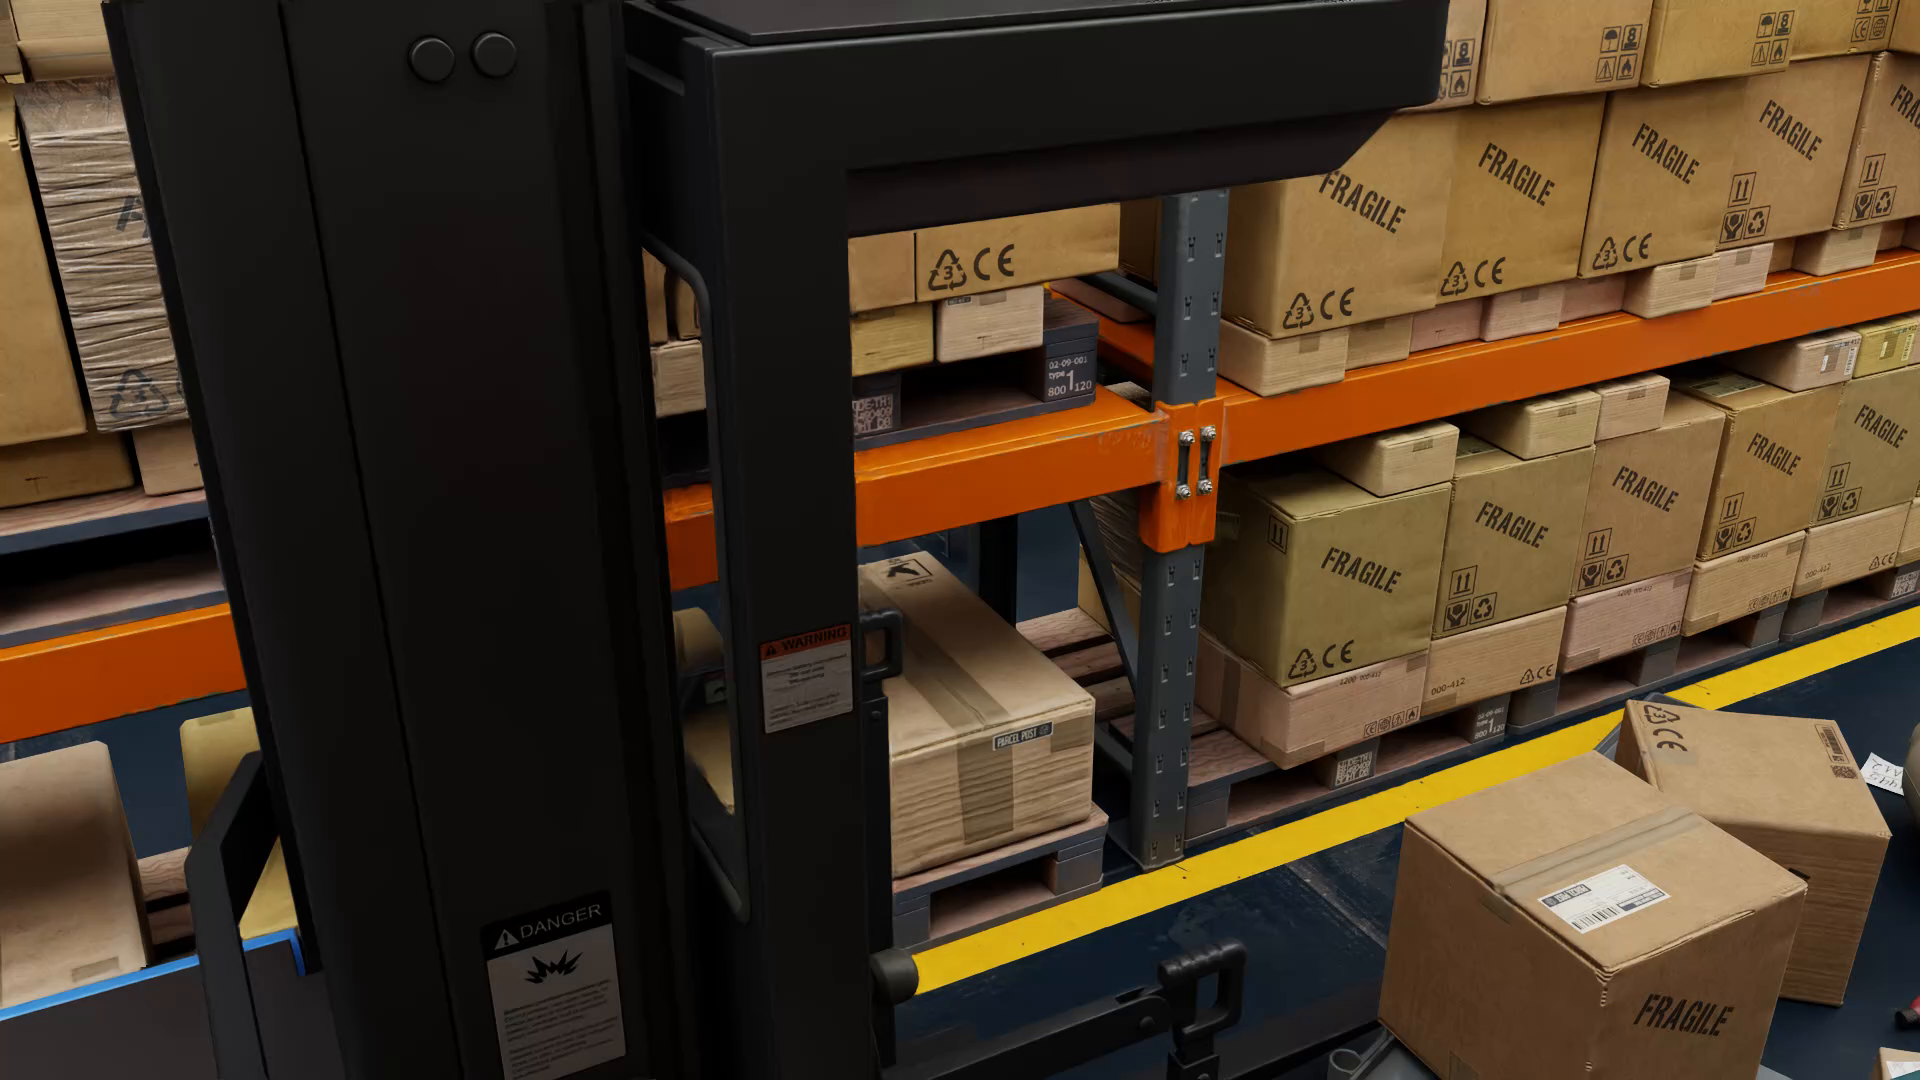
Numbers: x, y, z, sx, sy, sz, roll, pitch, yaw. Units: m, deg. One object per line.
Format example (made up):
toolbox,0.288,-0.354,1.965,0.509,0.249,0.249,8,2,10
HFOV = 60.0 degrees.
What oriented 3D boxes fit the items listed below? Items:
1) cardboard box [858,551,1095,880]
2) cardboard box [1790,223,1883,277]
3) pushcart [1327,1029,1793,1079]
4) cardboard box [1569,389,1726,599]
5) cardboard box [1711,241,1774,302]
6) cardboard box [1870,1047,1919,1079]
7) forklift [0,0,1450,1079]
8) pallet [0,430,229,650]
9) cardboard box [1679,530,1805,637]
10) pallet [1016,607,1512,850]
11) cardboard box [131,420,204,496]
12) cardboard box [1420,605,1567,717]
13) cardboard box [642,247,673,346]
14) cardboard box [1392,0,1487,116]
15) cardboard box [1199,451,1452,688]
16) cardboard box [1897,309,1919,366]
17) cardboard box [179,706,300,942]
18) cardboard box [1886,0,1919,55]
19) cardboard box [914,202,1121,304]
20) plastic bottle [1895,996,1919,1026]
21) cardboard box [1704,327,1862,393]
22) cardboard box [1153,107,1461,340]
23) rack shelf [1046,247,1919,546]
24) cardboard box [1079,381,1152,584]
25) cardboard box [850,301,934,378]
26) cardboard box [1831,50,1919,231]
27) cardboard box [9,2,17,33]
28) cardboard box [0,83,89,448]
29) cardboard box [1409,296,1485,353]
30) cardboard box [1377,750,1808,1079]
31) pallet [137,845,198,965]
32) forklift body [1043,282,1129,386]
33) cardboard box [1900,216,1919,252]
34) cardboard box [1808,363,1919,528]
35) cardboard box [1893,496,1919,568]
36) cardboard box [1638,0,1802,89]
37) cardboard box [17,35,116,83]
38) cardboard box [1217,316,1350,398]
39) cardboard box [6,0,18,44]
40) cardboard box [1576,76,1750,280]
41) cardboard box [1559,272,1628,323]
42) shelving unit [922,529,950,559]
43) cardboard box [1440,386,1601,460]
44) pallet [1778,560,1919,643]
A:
cardboard box,-0.152,0.433,4.433,0.625,0.372,0.950,-13,28,-24
cardboard box,2.514,-0.926,5.004,0.250,0.149,0.380,-13,29,-26
pushcart,1.427,1.373,2.955,1.648,0.377,0.936,21,33,37
cardboard box,1.883,-0.193,5.012,0.500,0.500,0.500,-11,28,-22
cardboard box,2.081,-0.817,4.777,0.250,0.149,0.380,-13,29,-25
cardboard box,2.039,1.216,3.410,0.258,0.266,0.396,10,27,20
forklift,-0.165,0.278,2.285,3.031,2.935,1.130,-13,28,-25
pallet,-1.492,-0.188,3.397,1.213,0.211,1.003,-13,29,-25
cardboard box,2.333,0.044,5.384,0.500,0.250,0.500,-14,29,-27
pallet,0.886,0.437,5.096,1.213,0.211,1.003,-13,29,-25
cardboard box,-1.396,-0.237,3.083,0.250,0.149,0.380,-12,28,-23
cardboard box,1.423,0.250,4.955,0.500,0.250,0.500,-11,28,-22
cardboard box,-0.885,-0.652,3.199,0.500,0.500,0.500,-12,28,-23
cardboard box,0.800,-1.307,3.891,0.500,0.500,0.700,-13,29,-26
cardboard box,0.958,0.025,4.557,0.500,0.500,0.500,-12,28,-23
cardboard box,2.963,-0.702,5.322,0.250,0.149,0.380,-12,28,-24
cardboard box,-1.397,0.723,3.829,0.625,0.372,0.950,-12,28,-23
cardboard box,2.640,-1.684,4.677,0.500,0.500,0.700,-13,29,-26
cardboard box,0.010,-0.857,3.624,0.500,0.500,0.500,-14,29,-26
plastic bottle,2.331,1.108,3.871,0.283,0.061,0.133,-8,27,-16
cardboard box,2.506,-0.599,5.107,0.250,0.149,0.380,-12,28,-23
cardboard box,0.829,-0.832,4.059,0.500,0.500,0.500,-13,29,-25
rack shelf,2.075,-0.753,5.184,4.000,0.370,1.077,-13,29,-25
cardboard box,0.706,-0.181,4.986,0.500,0.500,0.500,-13,29,-26
cardboard box,-0.255,-0.489,3.607,0.250,0.149,0.380,-14,29,-27
cardboard box,2.603,-1.247,4.923,0.500,0.500,0.500,-13,29,-25
cardboard box,-3.952,-2.411,7.401,0.500,0.250,0.500,-14,29,-26
cardboard box,-1.792,-0.447,2.770,0.500,0.500,0.500,-12,28,-24
cardboard box,1.157,-0.635,4.398,0.250,0.149,0.380,-13,29,-25
cardboard box,1.174,0.789,3.154,0.500,0.500,0.500,-13,29,-25
pallet,-1.454,0.996,3.931,1.213,0.211,1.003,-13,29,-25
forklift body,0.686,-1.914,7.751,1.214,2.155,2.313,-13,29,-25
cardboard box,2.990,-1.012,5.181,0.250,0.149,0.380,-12,28,-24
cardboard box,2.796,-0.402,5.447,0.500,0.500,0.500,-12,28,-23
cardboard box,3.232,-0.162,5.814,0.500,0.250,0.500,-13,29,-25
cardboard box,1.717,-1.494,4.282,0.500,0.500,0.700,-14,29,-26
cardboard box,-1.571,-0.746,3.394,0.500,0.500,0.500,-14,29,-27
cardboard box,0.739,-0.498,4.113,0.250,0.149,0.380,-13,29,-25
cardboard box,-4.139,-2.106,6.767,0.500,0.250,0.500,-14,29,-26
cardboard box,1.710,-1.041,4.493,0.500,0.500,0.500,-13,29,-26
cardboard box,1.612,-0.739,4.613,0.250,0.149,0.380,-13,29,-25
shelving unit,-0.007,-0.404,6.052,0.210,0.900,0.258,-13,29,-25
cardboard box,1.549,-0.375,4.641,0.250,0.149,0.380,-12,28,-23
pallet,3.039,-0.060,6.131,1.213,0.211,1.003,-13,29,-25
